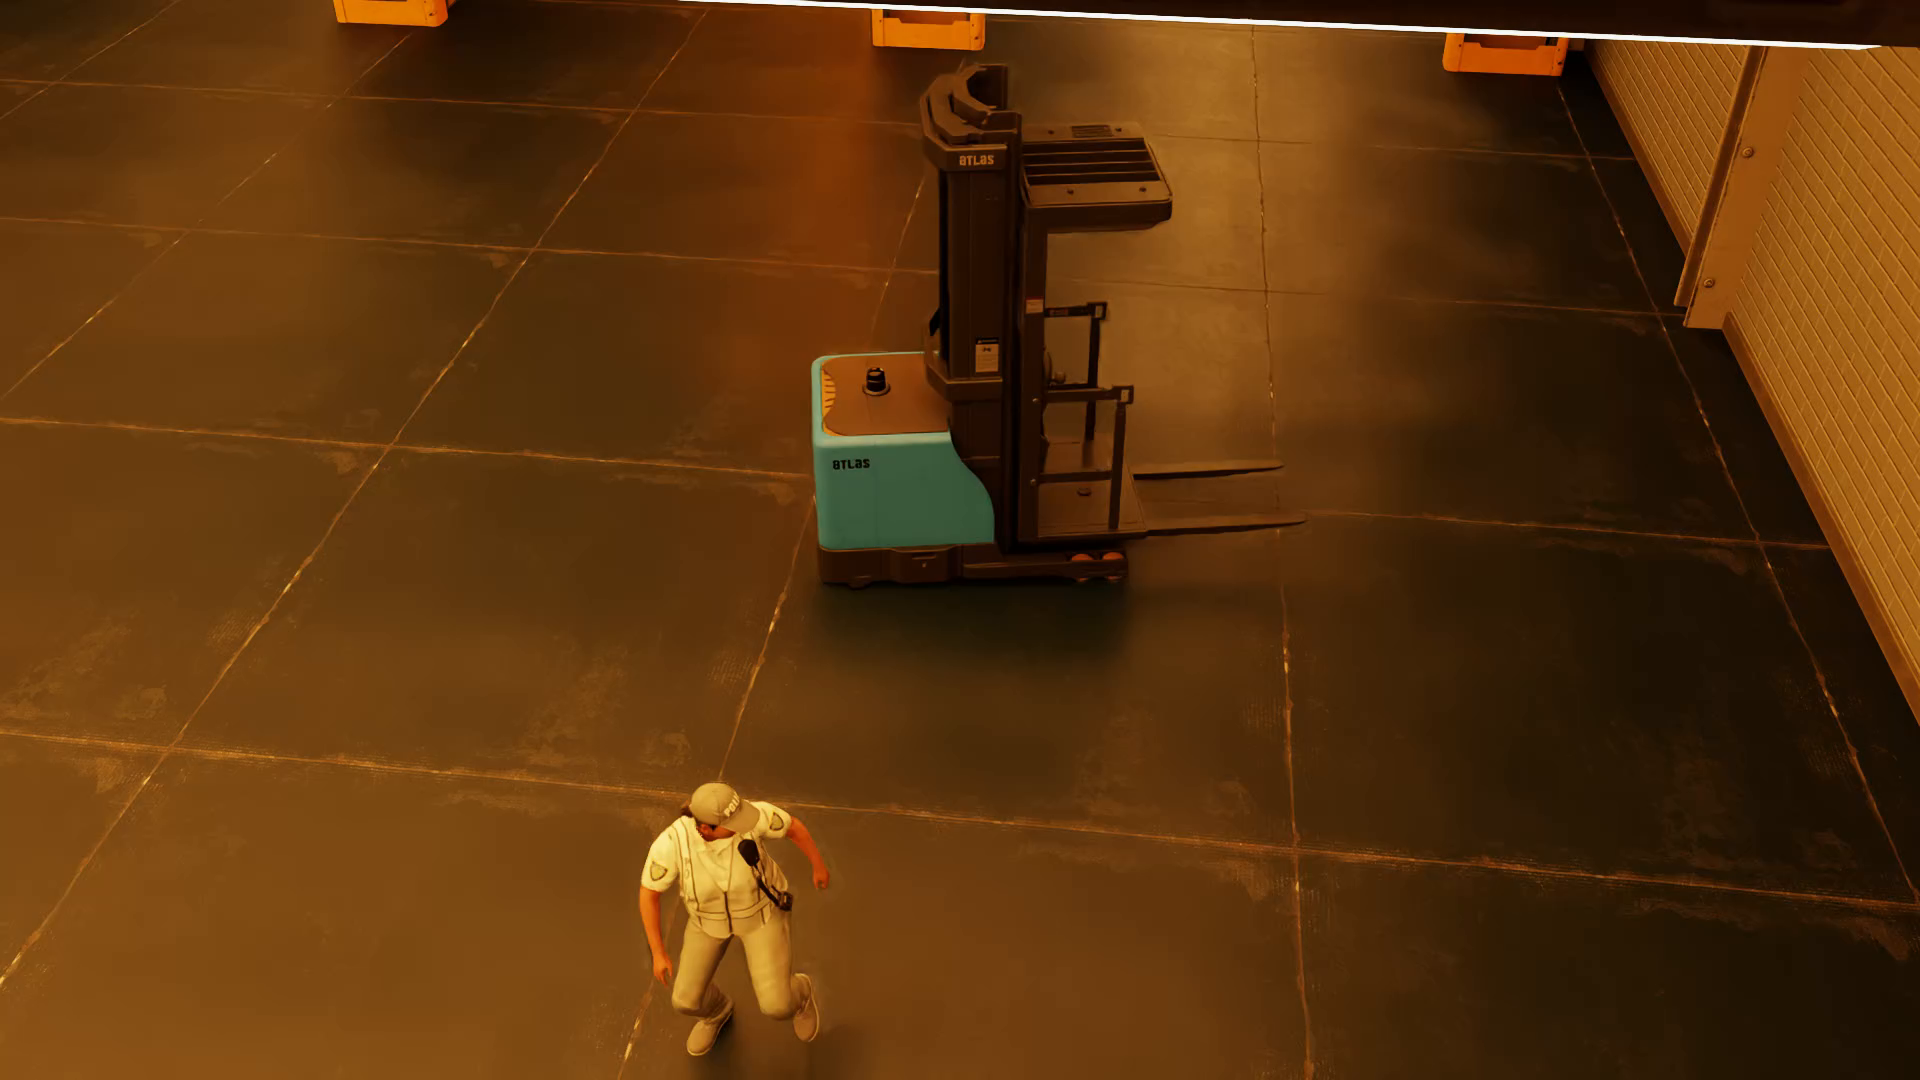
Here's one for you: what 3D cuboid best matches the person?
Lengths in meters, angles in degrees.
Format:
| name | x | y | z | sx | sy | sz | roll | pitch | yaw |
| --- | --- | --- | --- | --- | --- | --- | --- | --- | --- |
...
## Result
| name | x | y | z | sx | sy | sz | roll | pitch | yaw |
| --- | --- | --- | --- | --- | --- | --- | --- | --- | --- |
| person | -0.945 | 1.607 | 7.018 | 0.745 | 1.572 | 0.567 | 1 | 36 | 2 |

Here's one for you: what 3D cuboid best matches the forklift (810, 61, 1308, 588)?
| name | x | y | z | sx | sy | sz | roll | pitch | yaw |
| --- | --- | --- | --- | --- | --- | --- | --- | --- | --- |
| forklift | 0.614 | -1.241 | 9.714 | 3.031 | 2.935 | 1.130 | -3 | 36 | -4 |
